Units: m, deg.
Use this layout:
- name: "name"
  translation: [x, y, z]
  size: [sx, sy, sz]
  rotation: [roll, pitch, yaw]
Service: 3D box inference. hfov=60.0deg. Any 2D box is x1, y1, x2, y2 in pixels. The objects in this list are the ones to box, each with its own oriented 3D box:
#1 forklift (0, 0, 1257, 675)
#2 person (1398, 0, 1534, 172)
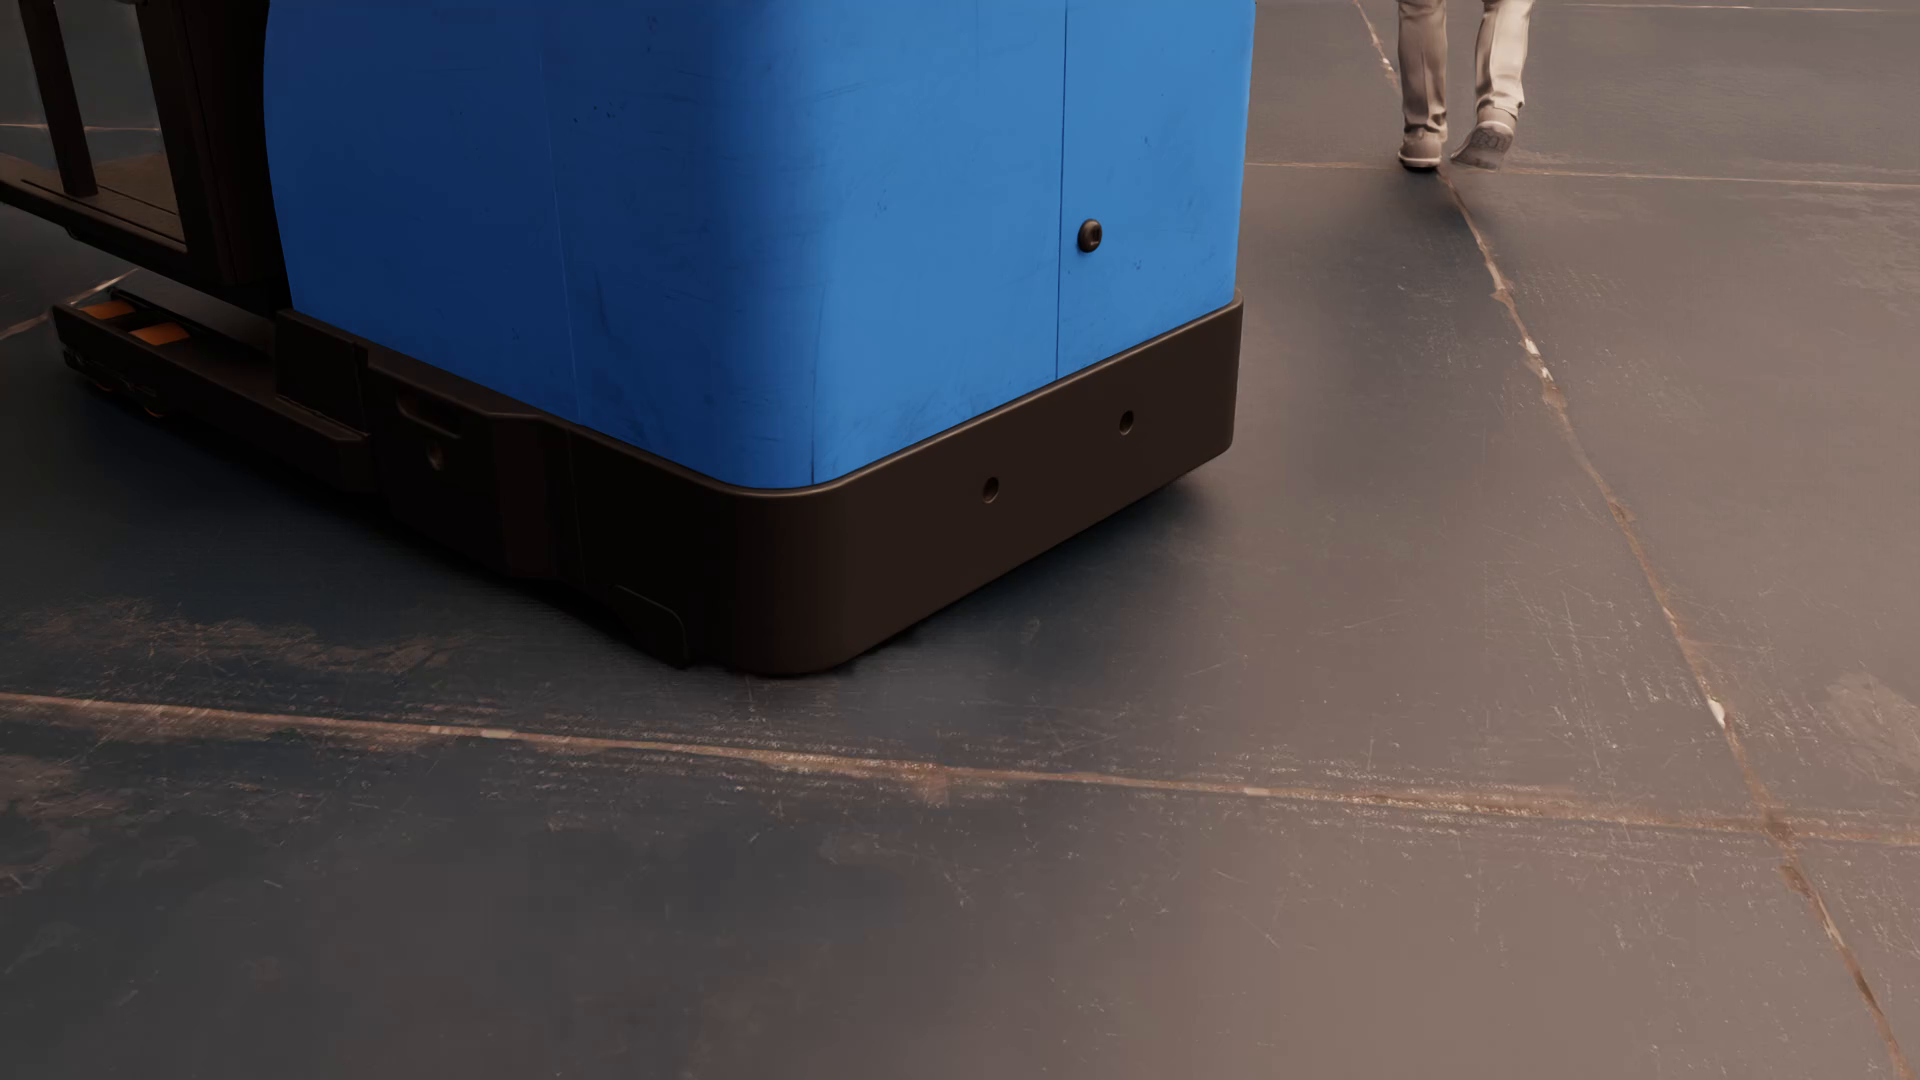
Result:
- name: "forklift"
  translation: [-1.009, -1.682, 2.589]
  size: [3.031, 2.935, 1.130]
  rotation: [21, 33, 36]
- name: "person"
  translation: [1.233, -1.683, 4.099]
  size: [0.587, 1.605, 0.634]
  rotation: [6, 27, 12]
